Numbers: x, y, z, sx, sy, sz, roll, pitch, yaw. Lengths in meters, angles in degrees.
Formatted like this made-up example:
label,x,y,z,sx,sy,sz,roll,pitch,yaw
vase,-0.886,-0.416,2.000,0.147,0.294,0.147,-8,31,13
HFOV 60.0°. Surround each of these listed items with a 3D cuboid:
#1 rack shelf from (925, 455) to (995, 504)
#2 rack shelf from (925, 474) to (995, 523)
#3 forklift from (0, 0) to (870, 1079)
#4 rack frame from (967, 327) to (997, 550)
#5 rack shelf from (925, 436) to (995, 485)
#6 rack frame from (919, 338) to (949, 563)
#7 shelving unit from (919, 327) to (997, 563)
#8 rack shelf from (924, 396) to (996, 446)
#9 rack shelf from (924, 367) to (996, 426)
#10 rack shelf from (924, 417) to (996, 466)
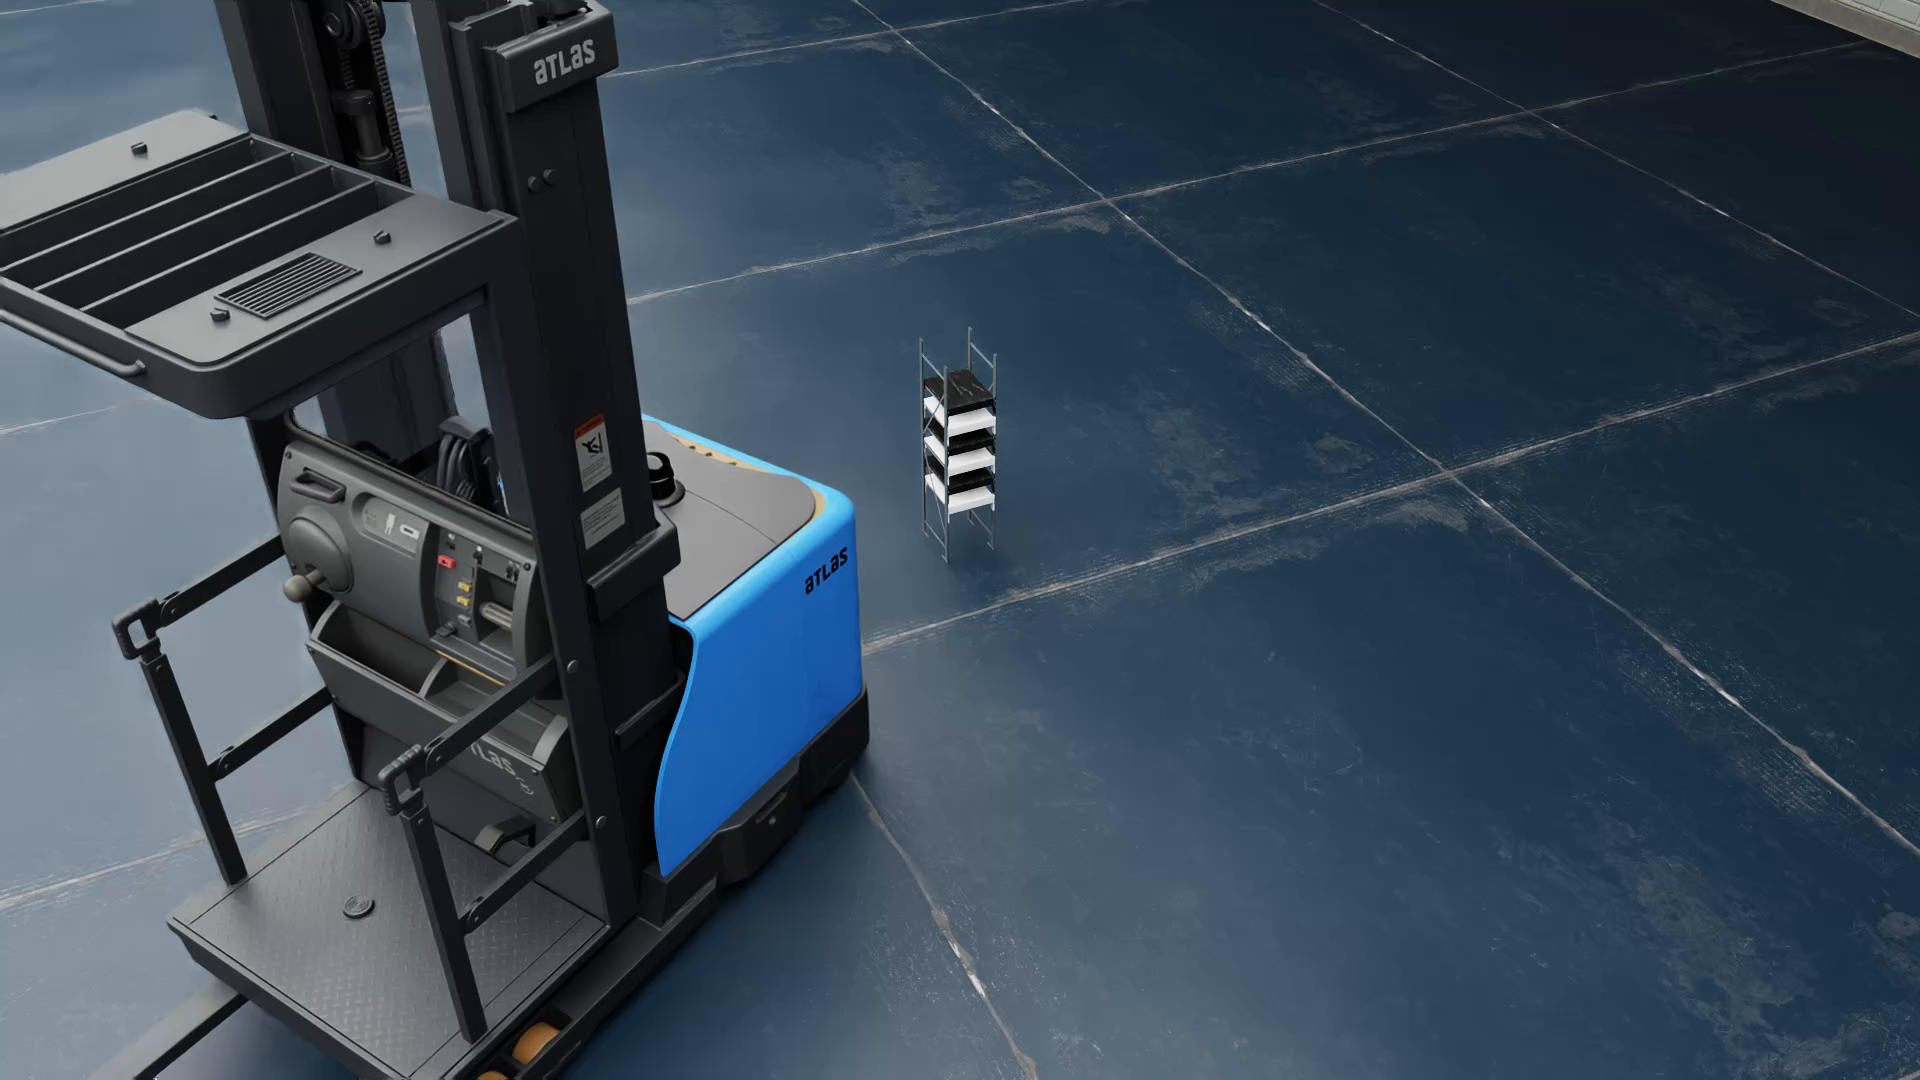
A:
label,x,y,z,sx,sy,sz,roll,pitch,yaw
rack shelf,-0.007,-0.260,6.553,0.200,0.077,0.258,-16,39,-20
rack shelf,-0.007,-0.188,6.606,0.200,0.077,0.258,-16,39,-20
forklift,-1.544,0.122,4.125,1.130,2.935,3.031,22,42,26
rack frame,0.085,-0.385,6.514,0.006,0.900,0.240,-16,39,-20
rack shelf,-0.007,-0.333,6.499,0.200,0.077,0.258,-16,39,-20
rack frame,-0.099,-0.334,6.444,0.006,0.900,0.240,-16,39,-20
shelving unit,-0.007,-0.359,6.479,0.210,0.900,0.258,-16,39,-20
rack shelf,-0.007,-0.477,6.392,0.200,0.077,0.258,-16,39,-20
rack shelf,-0.007,-0.549,6.338,0.200,0.077,0.258,-16,39,-20
rack shelf,-0.007,-0.405,6.445,0.200,0.077,0.258,-16,39,-20
